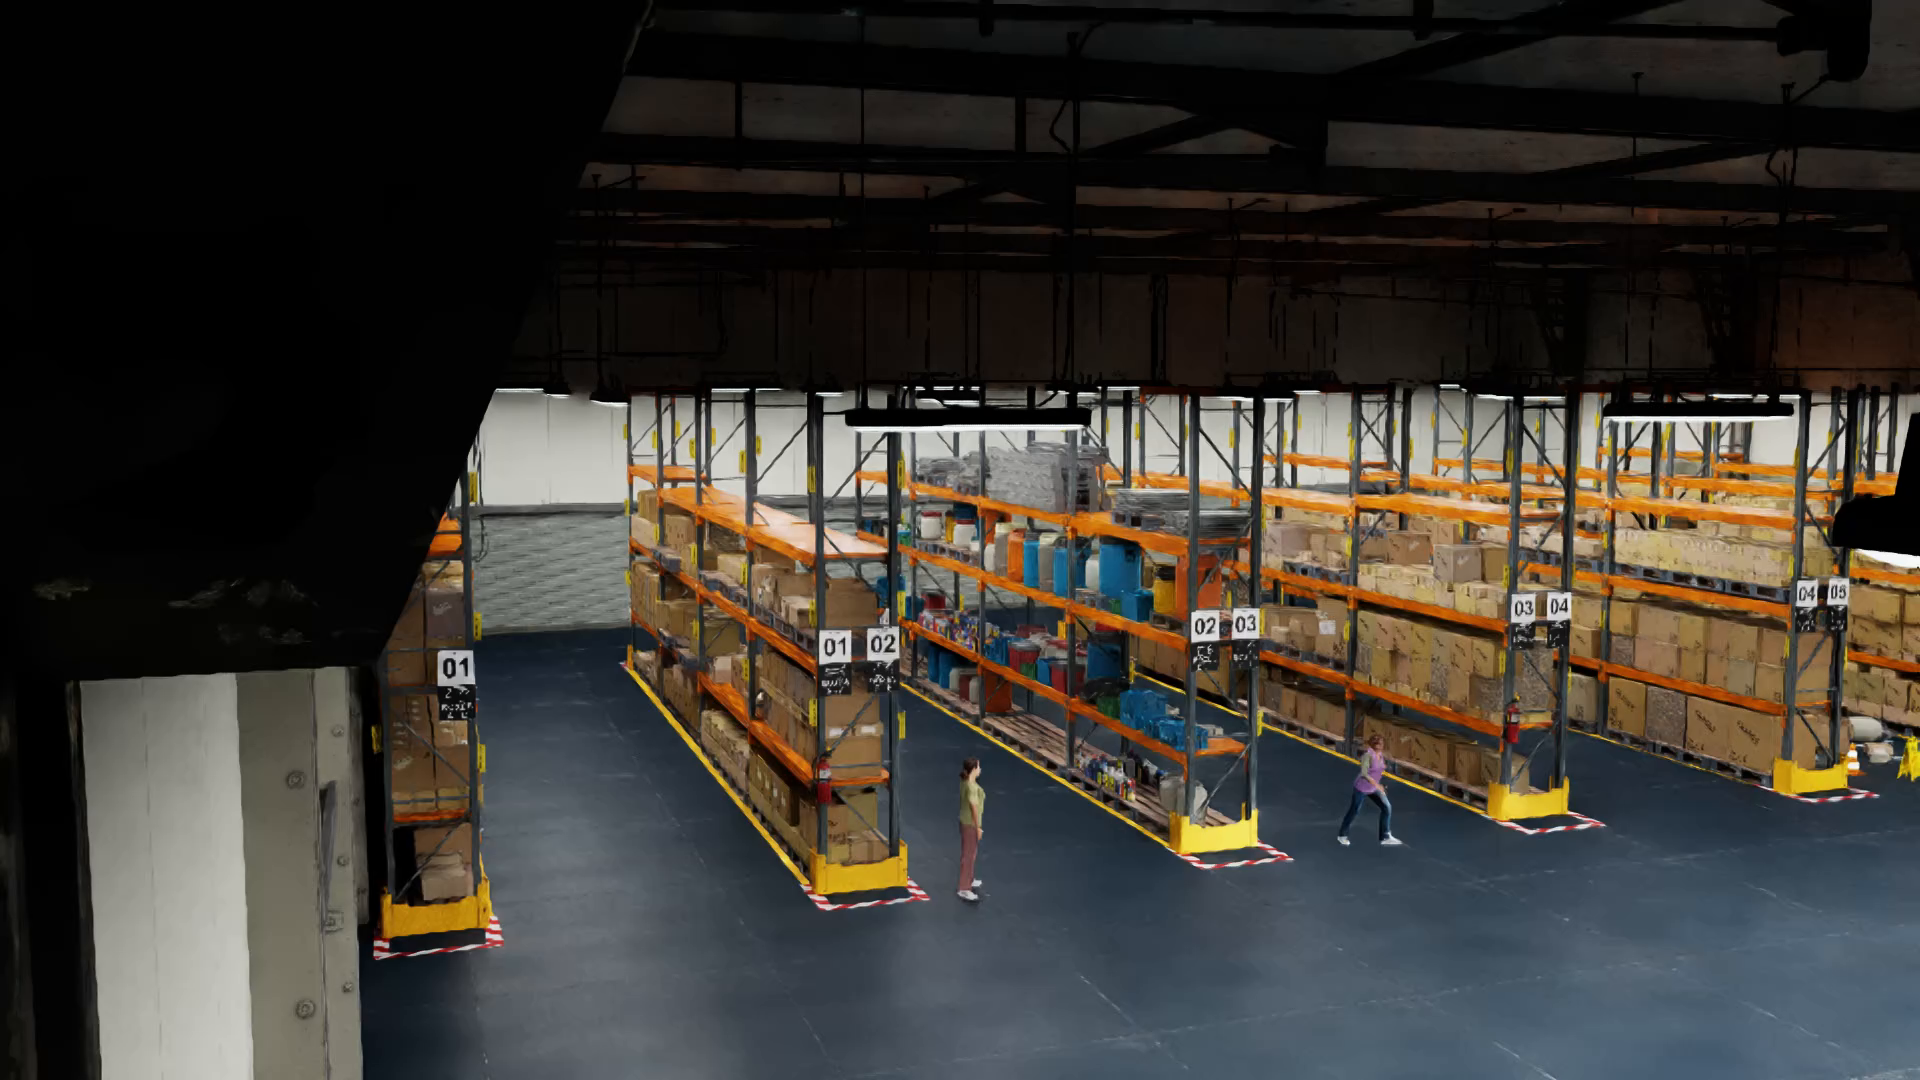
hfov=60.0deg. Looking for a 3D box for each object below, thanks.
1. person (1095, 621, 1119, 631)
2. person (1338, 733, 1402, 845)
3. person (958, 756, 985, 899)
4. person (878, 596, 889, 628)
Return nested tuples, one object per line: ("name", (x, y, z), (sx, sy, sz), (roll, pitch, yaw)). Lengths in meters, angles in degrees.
("person", (2.905, 2.122, 32.703), (0.542, 1.645, 1.126), (-2, 6, -17))
("person", (5.411, 3.290, 22.026), (0.574, 1.535, 0.749), (-5, 8, -39))
("person", (0.137, 3.419, 19.986), (0.386, 1.679, 0.623), (-1, 6, -14))
("person", (-1.521, 1.966, 34.079), (0.562, 1.658, 0.592), (0, 6, 0))
